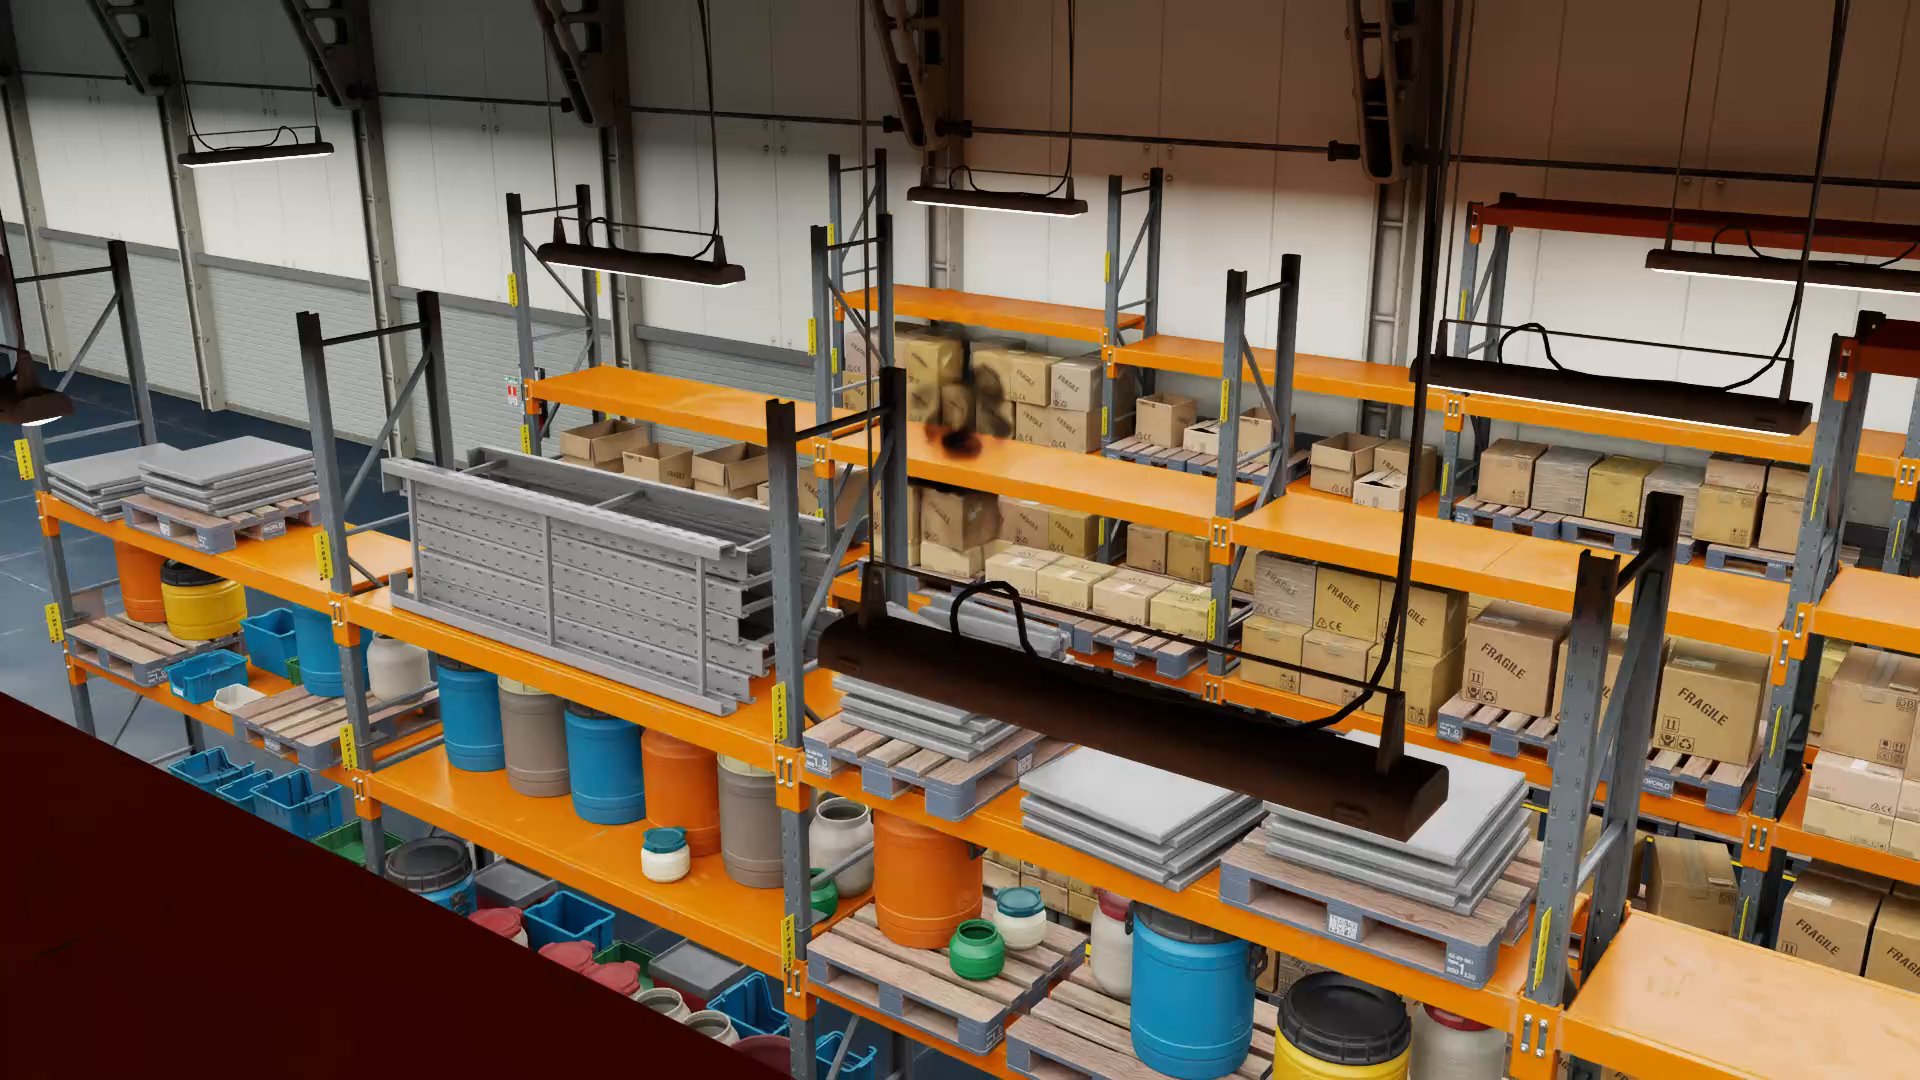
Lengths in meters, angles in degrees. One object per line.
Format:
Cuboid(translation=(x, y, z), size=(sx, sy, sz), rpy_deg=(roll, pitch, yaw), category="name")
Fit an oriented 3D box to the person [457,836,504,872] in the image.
Cuboid(translation=(-4.091, 2.586, 14.552), size=(0.626, 1.665, 0.711), rpy_deg=(11, 21, 29), category="person")
